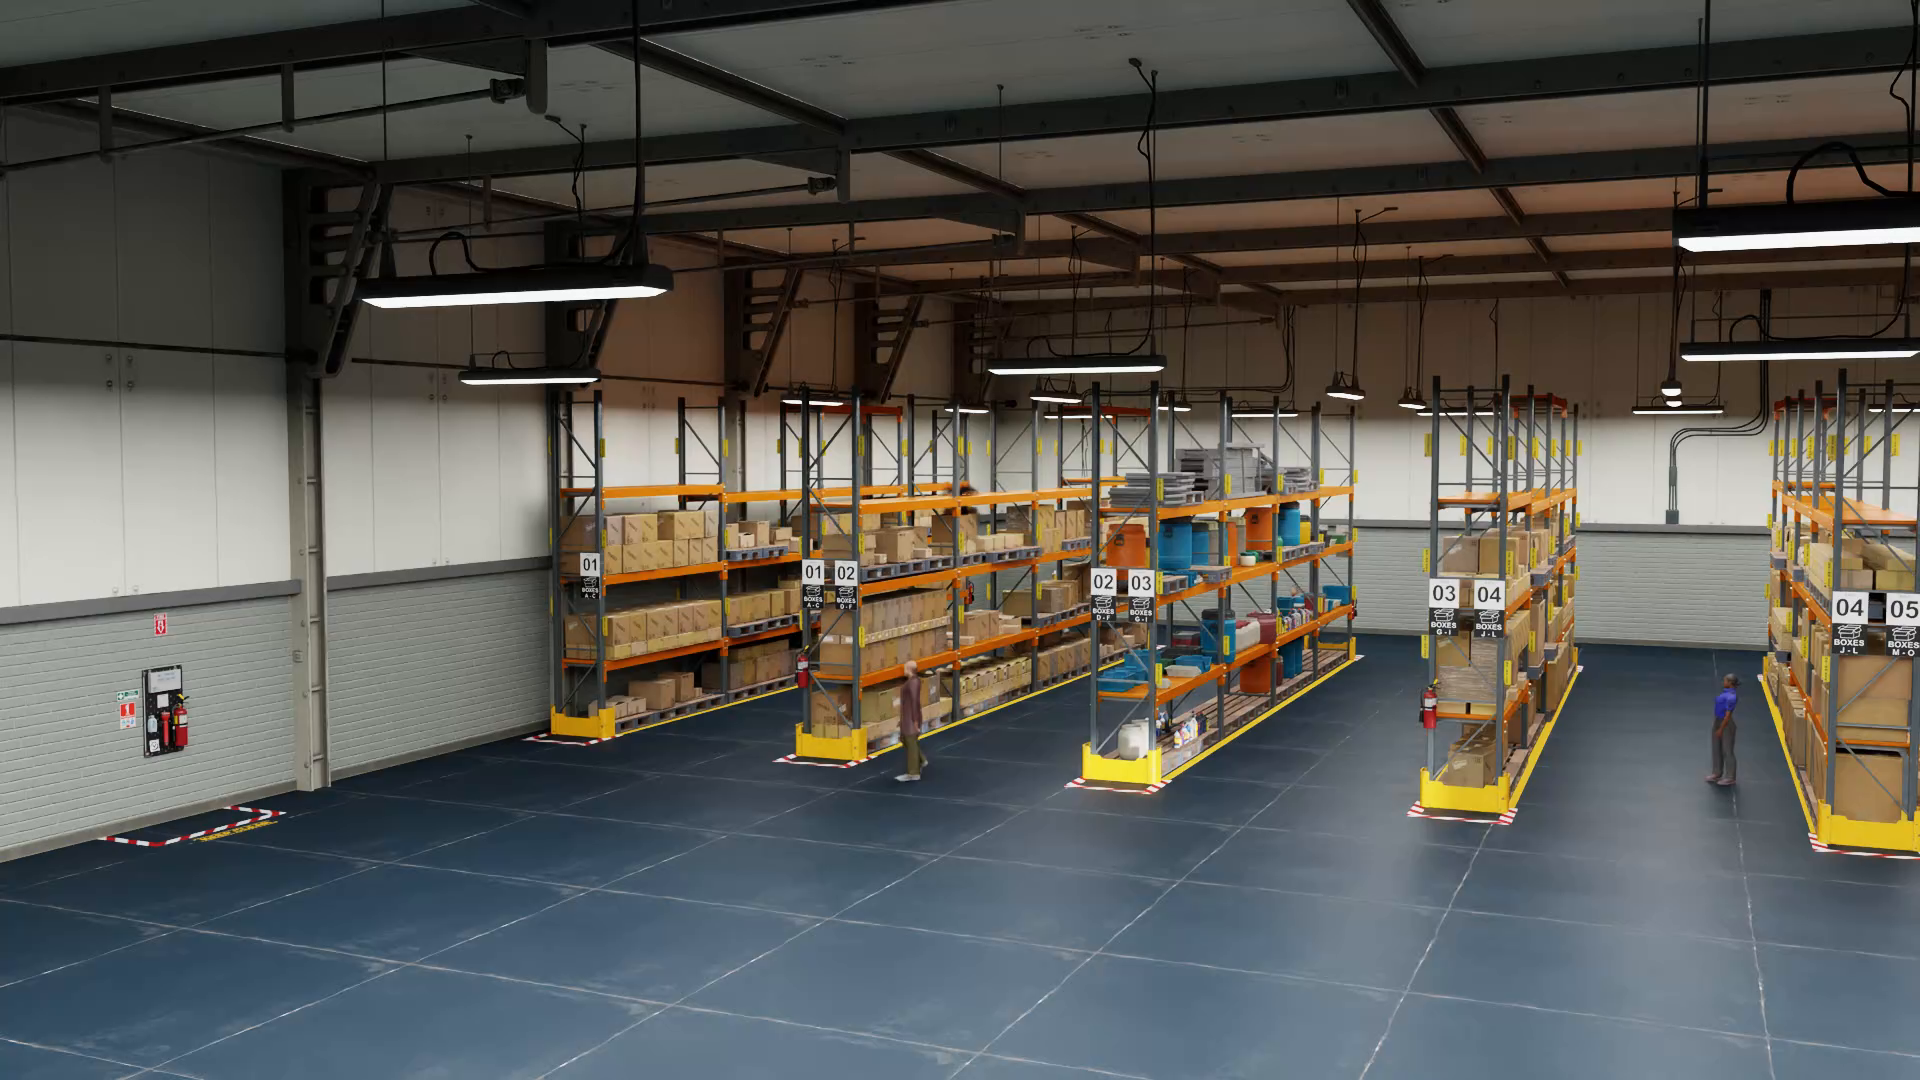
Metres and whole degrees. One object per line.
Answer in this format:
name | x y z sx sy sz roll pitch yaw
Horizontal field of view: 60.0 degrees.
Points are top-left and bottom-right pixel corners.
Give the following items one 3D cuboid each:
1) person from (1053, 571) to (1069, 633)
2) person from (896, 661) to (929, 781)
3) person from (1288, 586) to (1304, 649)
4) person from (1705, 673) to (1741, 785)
person | 2.573 1.685 44.239 1.044 1.733 0.593 3 4 39
person | -0.721 2.712 25.119 0.502 1.796 0.623 0 3 1
person | 8.203 1.937 40.947 0.500 1.605 1.010 2 4 32
person | 11.388 2.799 24.803 0.407 1.651 0.497 0 3 -2
